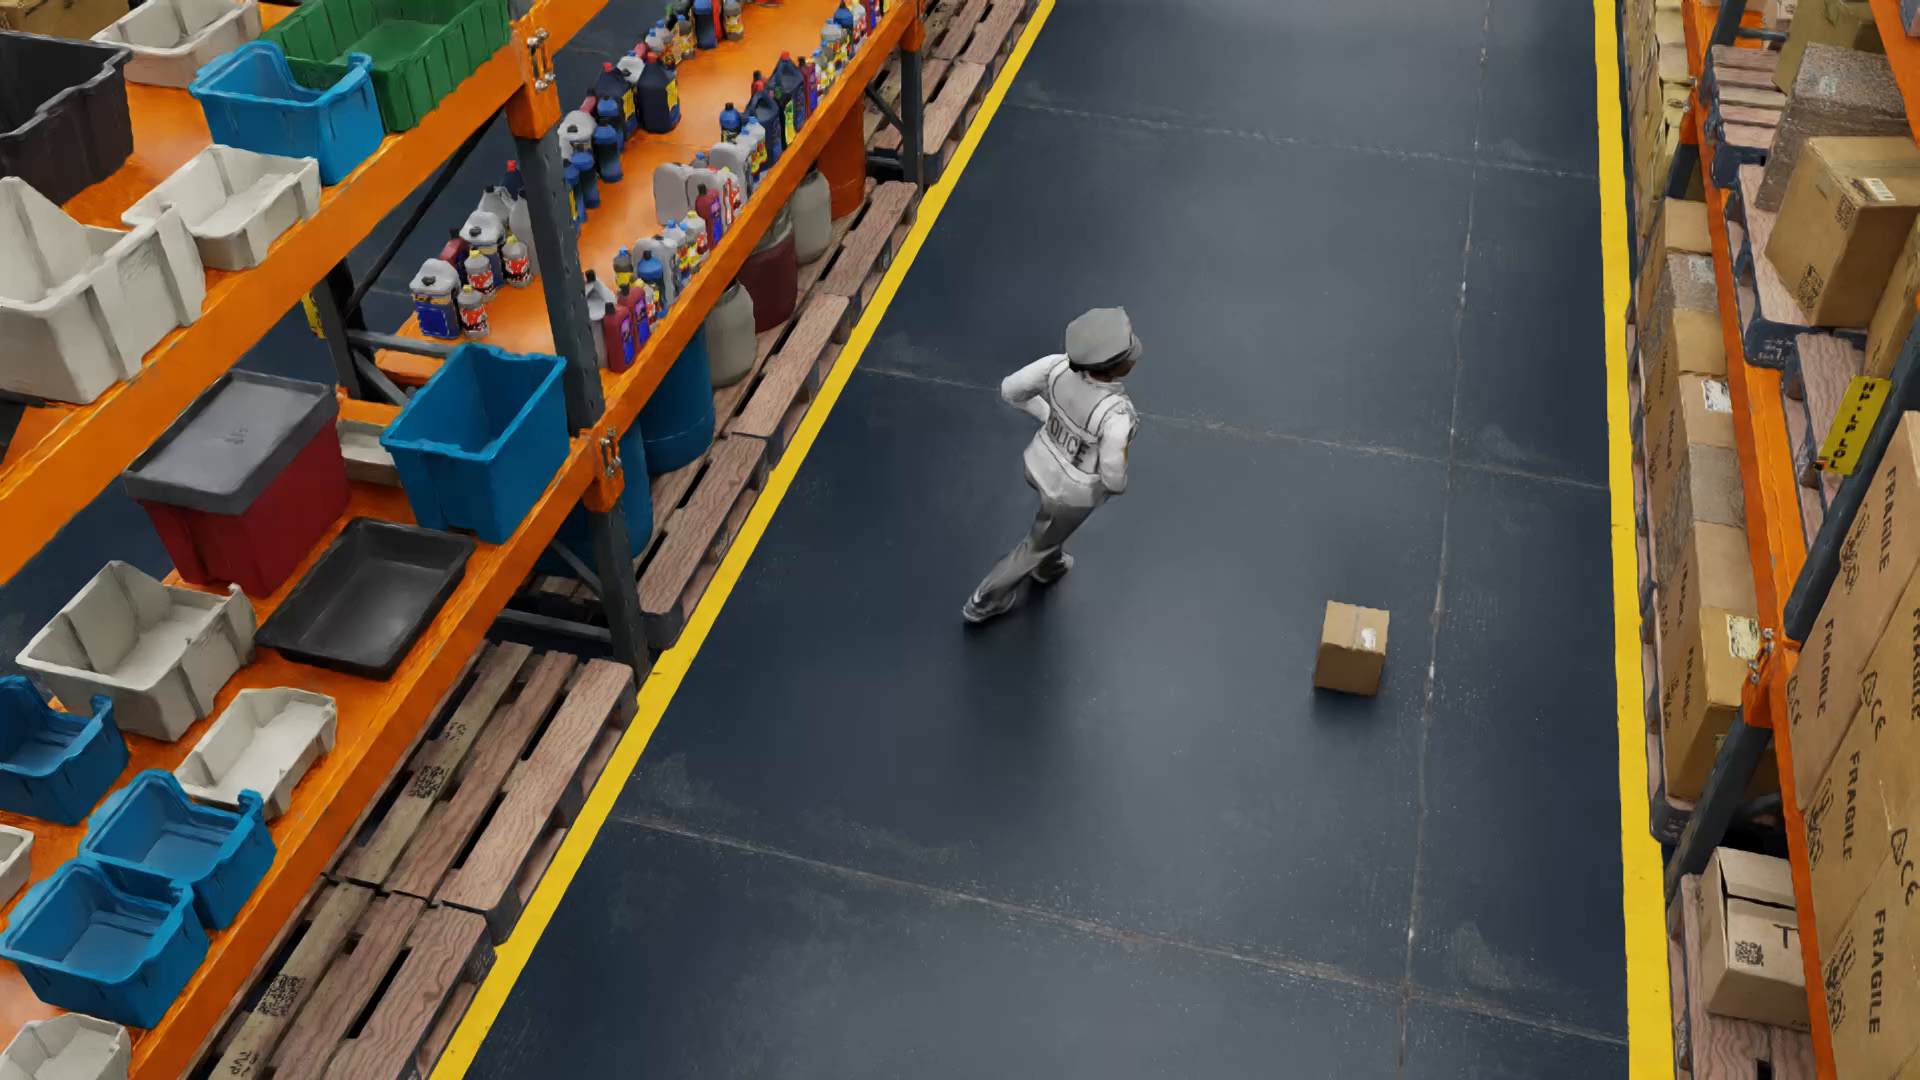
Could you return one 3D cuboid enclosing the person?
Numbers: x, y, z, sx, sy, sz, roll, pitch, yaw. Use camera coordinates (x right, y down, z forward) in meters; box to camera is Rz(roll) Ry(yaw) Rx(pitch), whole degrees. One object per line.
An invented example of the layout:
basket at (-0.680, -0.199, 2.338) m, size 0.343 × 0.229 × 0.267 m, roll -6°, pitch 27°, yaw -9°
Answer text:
person at (0.389, -0.229, 6.469) m, size 0.649 × 1.680 × 0.747 m, roll -22°, pitch 46°, yaw -23°
